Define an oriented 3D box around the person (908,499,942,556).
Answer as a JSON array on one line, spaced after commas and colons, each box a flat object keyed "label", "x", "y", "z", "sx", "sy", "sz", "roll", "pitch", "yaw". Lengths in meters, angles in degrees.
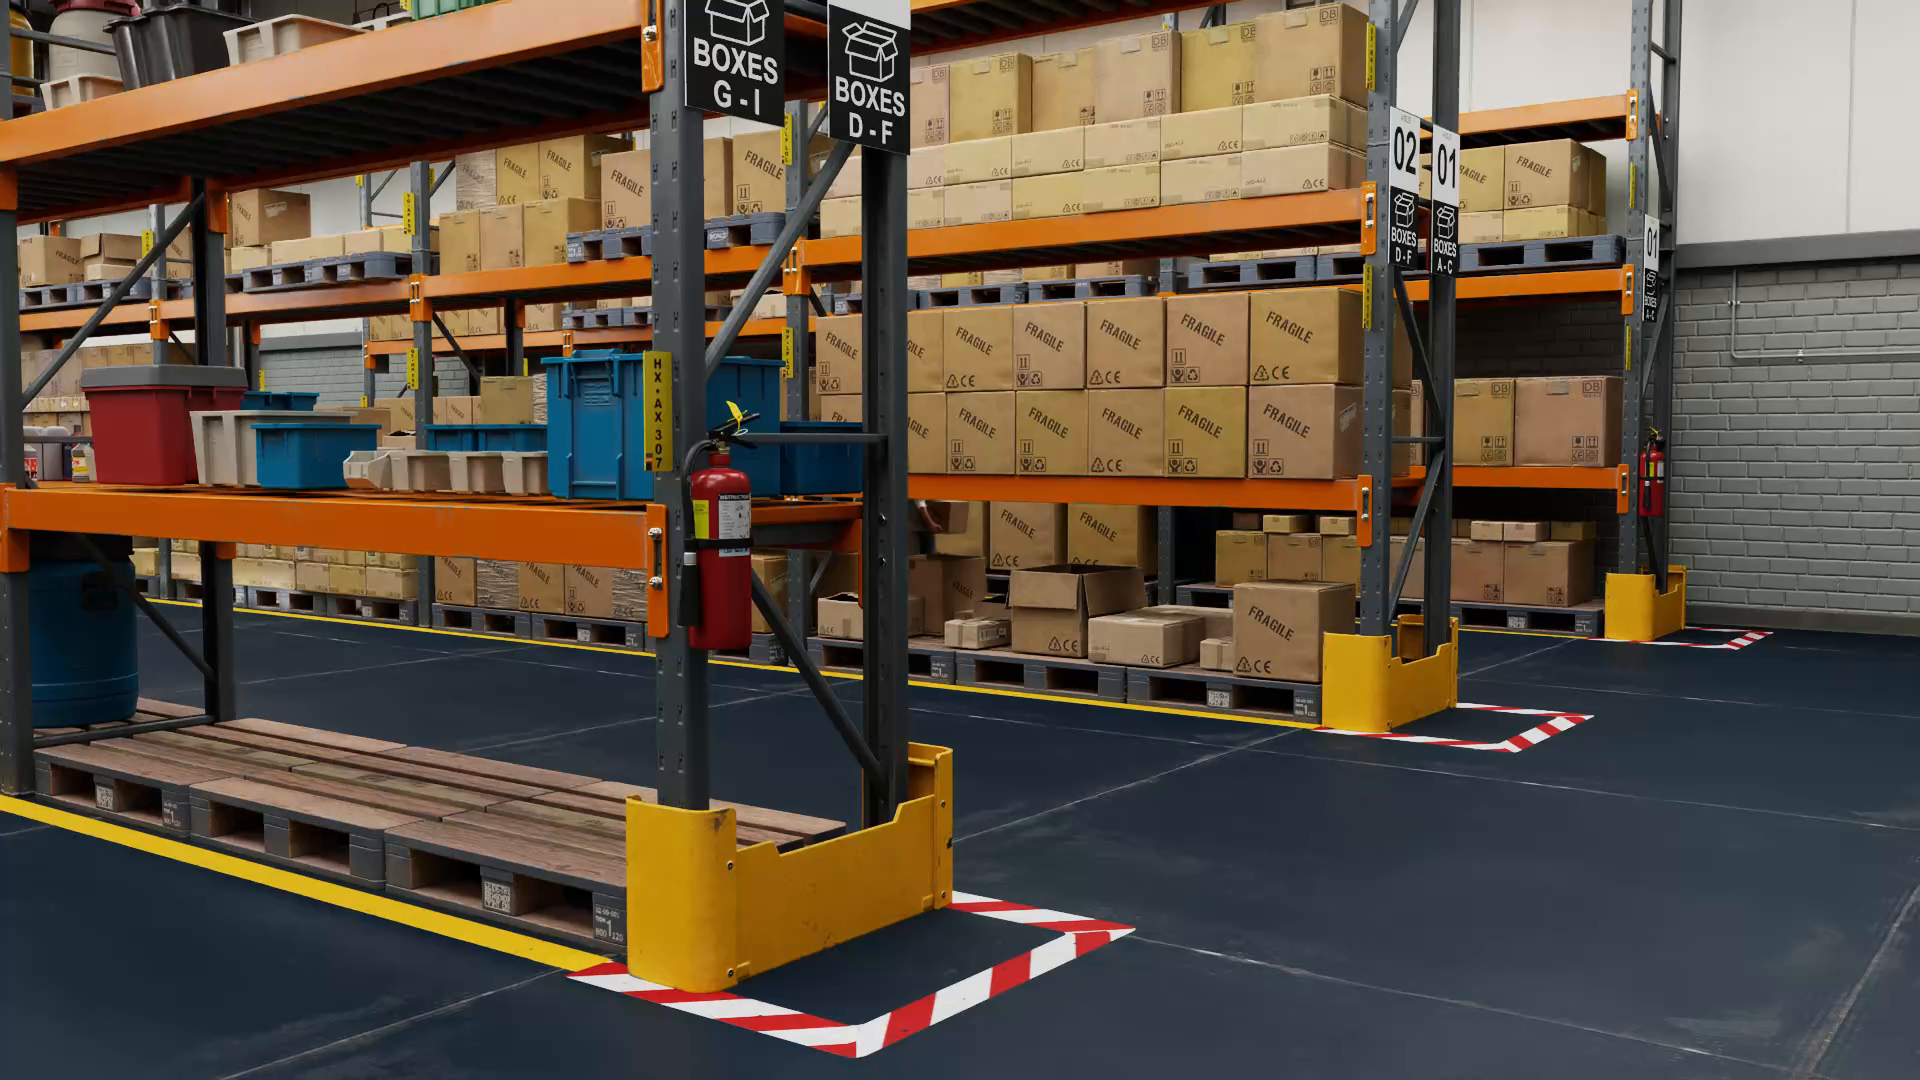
[{"label": "person", "x": -0.258, "y": -0.054, "z": 12.839, "sx": 0.500, "sy": 1.599, "sz": 0.375, "roll": 2, "pitch": 4, "yaw": 35}]
